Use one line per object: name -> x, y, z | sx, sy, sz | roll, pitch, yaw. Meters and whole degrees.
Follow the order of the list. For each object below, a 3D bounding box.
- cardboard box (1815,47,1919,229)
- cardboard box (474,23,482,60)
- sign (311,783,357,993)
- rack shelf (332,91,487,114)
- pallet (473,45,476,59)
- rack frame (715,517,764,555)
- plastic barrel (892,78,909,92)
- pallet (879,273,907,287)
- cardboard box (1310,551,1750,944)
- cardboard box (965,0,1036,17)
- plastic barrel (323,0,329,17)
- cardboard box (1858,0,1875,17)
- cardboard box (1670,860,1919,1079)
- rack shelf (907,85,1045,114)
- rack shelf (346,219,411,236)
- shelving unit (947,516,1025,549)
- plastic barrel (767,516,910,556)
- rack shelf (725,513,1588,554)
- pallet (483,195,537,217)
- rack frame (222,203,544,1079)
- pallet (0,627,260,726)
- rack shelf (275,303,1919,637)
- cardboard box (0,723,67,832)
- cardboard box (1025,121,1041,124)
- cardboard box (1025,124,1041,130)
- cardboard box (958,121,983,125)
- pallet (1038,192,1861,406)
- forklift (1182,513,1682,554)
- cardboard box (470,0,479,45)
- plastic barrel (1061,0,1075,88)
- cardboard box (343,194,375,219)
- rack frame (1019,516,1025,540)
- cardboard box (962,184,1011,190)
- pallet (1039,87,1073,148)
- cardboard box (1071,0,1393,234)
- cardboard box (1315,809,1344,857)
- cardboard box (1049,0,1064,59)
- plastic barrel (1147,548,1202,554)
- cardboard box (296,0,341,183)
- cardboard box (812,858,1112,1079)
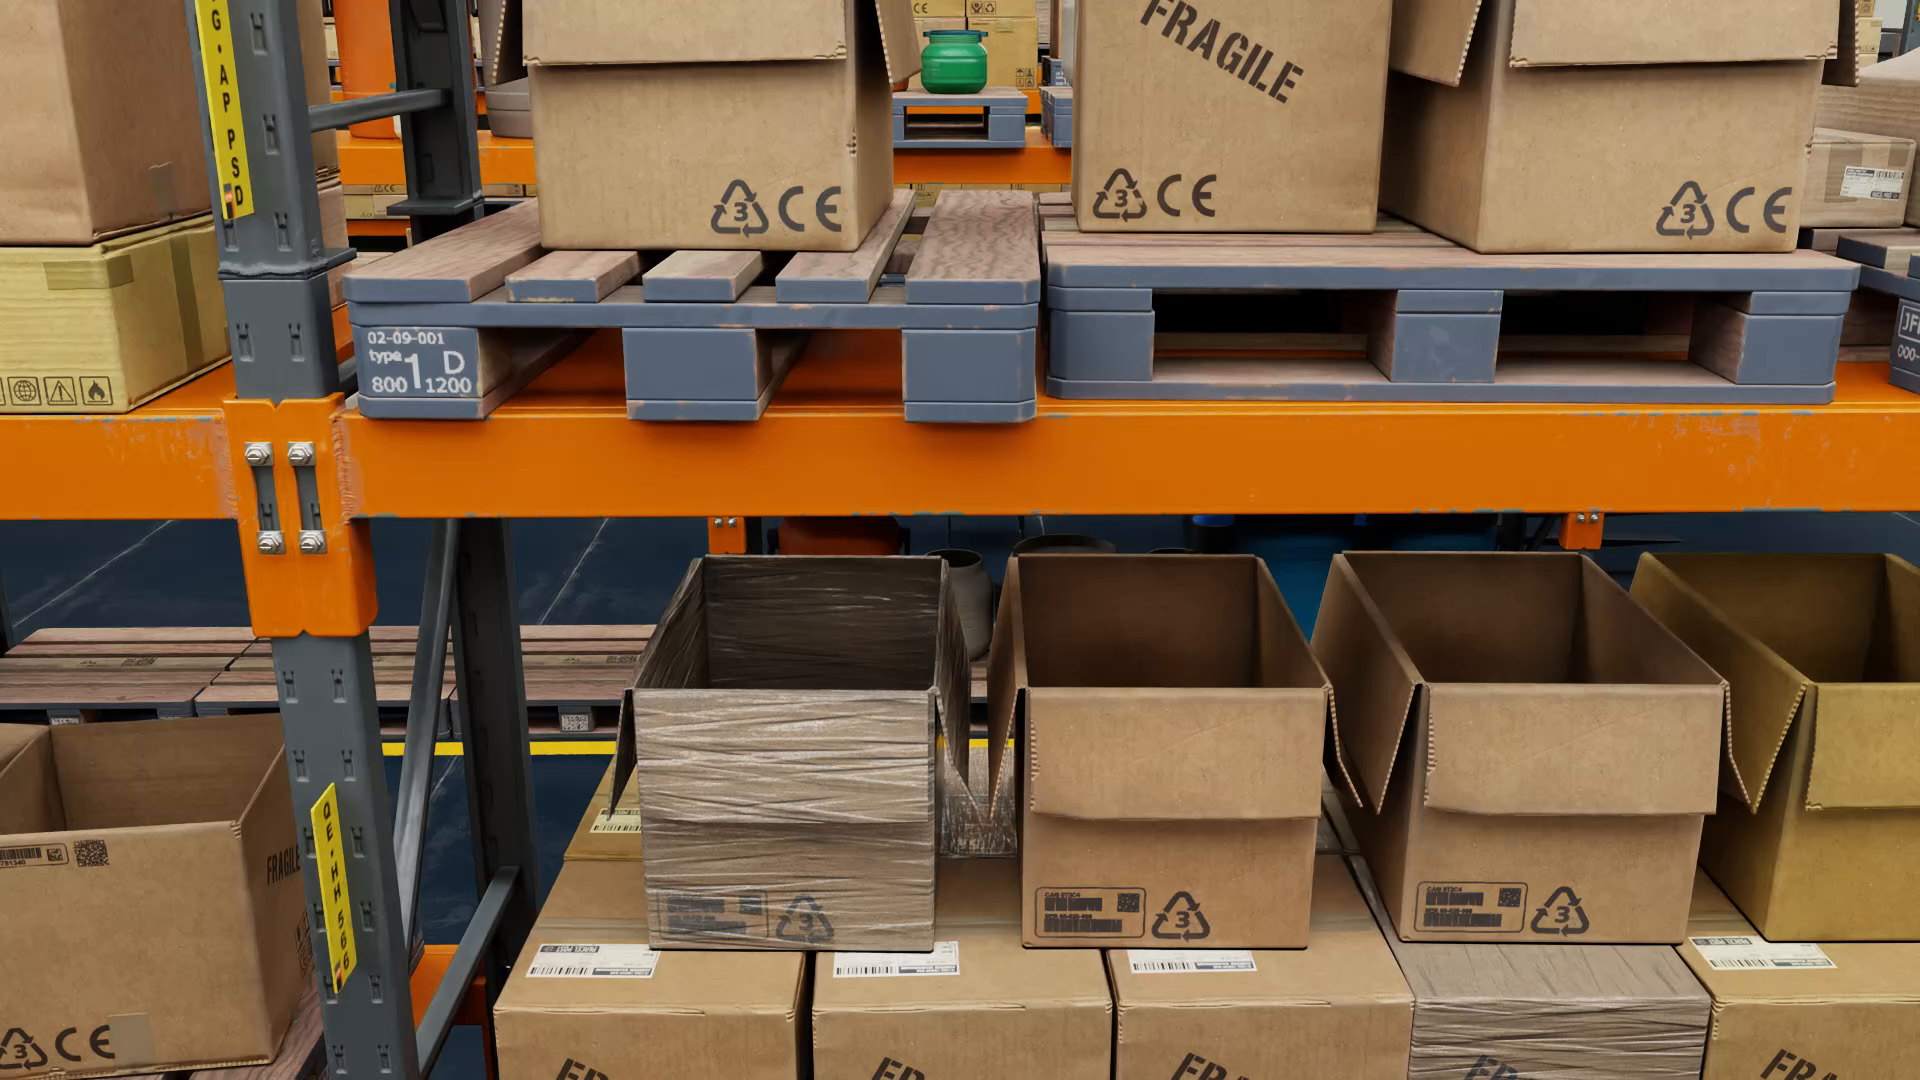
cardboard box -> 1.889, -0.726, 2.947 | 0.500, 0.311, 0.500 | -1, 18, -3
cardboard box -> -3.251, -3.652, 12.169 | 0.500, 0.250, 0.500 | -2, 18, -6
sign -> -0.994, 0.554, 2.645 | 0.005, 0.325, 0.100 | 0, 18, -1
rack shelf -> -3.164, -3.200, 12.380 | 4.000, 0.370, 1.077 | 0, 18, -1
pallet -> -4.627, -4.927, 16.893 | 1.003, 0.211, 1.213 | 0, 18, -1
rack frame -> -1.090, -0.611, 8.042 | 0.127, 3.000, 1.000 | 0, 18, -1
plastic barrel -> -0.522, -2.446, 7.460 | 0.708, 0.830, 0.600 | 0, 18, -1
pallet -> -0.488, -2.057, 12.865 | 1.003, 0.211, 1.213 | 0, 18, -1
cardboard box -> 1.042, 0.370, 3.177 | 0.637, 0.503, 0.797 | 0, 18, 1
cardboard box -> 0.292, -4.081, 12.148 | 0.500, 0.500, 0.500 | 0, 18, -1
plastic barrel -> -3.276, -2.334, 7.681 | 0.708, 0.901, 0.600 | 0, 18, -1
cardboard box -> 6.321, -4.107, 12.229 | 0.500, 0.500, 0.700 | 0, 18, -1
cardboard box -> 1.507, 0.925, 3.089 | 0.500, 0.500, 0.500 | 0, 18, -2
rack shelf -> 0.835, -3.219, 12.440 | 4.000, 0.370, 1.077 | 0, 18, -1
rack shelf -> -7.246, -3.266, 17.494 | 4.000, 0.370, 1.077 | 0, 18, -1
shelving unit -> 0.165, -1.001, 10.729 | 0.503, 2.100, 0.431 | 0, 18, -1
plastic barrel -> -0.601, 0.215, 8.333 | 0.708, 0.830, 0.600 | 0, 18, -1
rack shelf -> 0.910, -0.278, 8.182 | 4.000, 0.370, 1.077 | 0, 18, -1
pallet -> -4.479, -3.486, 17.317 | 1.213, 0.211, 1.003 | 0, 18, -1
rack frame -> -1.012, 0.902, 3.327 | 0.127, 3.000, 1.000 | 0, 18, -1
pallet -> -4.305, 0.720, 8.457 | 1.213, 0.211, 1.003 | 0, 18, -1
rack shelf -> 0.988, -0.194, 3.008 | 4.000, 0.370, 1.077 | 0, 18, -1
cardboard box -> -2.108, 0.702, 3.097 | 0.500, 0.500, 0.700 | 2, 18, 7
cardboard box -> 0.743, -4.280, 17.567 | 0.500, 0.250, 0.500 | -1, 18, -2
cardboard box -> 0.759, -4.127, 17.091 | 0.500, 0.250, 0.500 | -1, 18, -2
cardboard box -> 0.234, -4.277, 17.559 | 0.500, 0.250, 0.500 | -1, 18, -2
pallet -> 0.749, -0.462, 2.977 | 1.213, 0.211, 1.003 | 1, 18, 2
forklift -> 2.989, -1.314, 10.344 | 3.031, 2.935, 1.130 | 1, 18, 4
cardboard box -> -4.698, -5.272, 16.809 | 0.500, 0.500, 0.500 | 2, 18, 7
plastic barrel -> 0.680, -2.359, 7.669 | 0.433, 0.535, 0.433 | 0, 18, 0
cardboard box -> -6.213, -3.461, 17.139 | 0.500, 0.250, 0.500 | 0, 18, -1
rack frame -> 0.409, -1.002, 10.733 | 0.015, 2.100, 0.400 | 0, 18, -1
cardboard box -> 0.263, -3.762, 17.180 | 0.500, 0.500, 0.500 | 0, 18, -1
pallet -> 0.993, -1.929, 7.548 | 1.213, 0.211, 1.003 | 0, 18, -1
cardboard box -> 0.459, -0.830, 2.963 | 0.500, 0.500, 0.500 | 1, 18, 2
cardboard box -> 0.496, 0.772, 3.567 | 0.500, 0.500, 0.500 | -1, 18, -3
cardboard box -> 0.997, -3.880, 12.305 | 0.600, 0.600, 0.600 | -1, 18, -3
plastic barrel -> 1.091, 0.330, 8.492 | 0.421, 0.512, 0.421 | 0, 18, 0
cardboard box -> -1.486, -0.889, 3.015 | 0.500, 0.500, 0.500 | 0, 18, 0
cardboard box -> -0.006, 0.931, 3.070 | 0.500, 0.500, 0.500 | -1, 18, -2
